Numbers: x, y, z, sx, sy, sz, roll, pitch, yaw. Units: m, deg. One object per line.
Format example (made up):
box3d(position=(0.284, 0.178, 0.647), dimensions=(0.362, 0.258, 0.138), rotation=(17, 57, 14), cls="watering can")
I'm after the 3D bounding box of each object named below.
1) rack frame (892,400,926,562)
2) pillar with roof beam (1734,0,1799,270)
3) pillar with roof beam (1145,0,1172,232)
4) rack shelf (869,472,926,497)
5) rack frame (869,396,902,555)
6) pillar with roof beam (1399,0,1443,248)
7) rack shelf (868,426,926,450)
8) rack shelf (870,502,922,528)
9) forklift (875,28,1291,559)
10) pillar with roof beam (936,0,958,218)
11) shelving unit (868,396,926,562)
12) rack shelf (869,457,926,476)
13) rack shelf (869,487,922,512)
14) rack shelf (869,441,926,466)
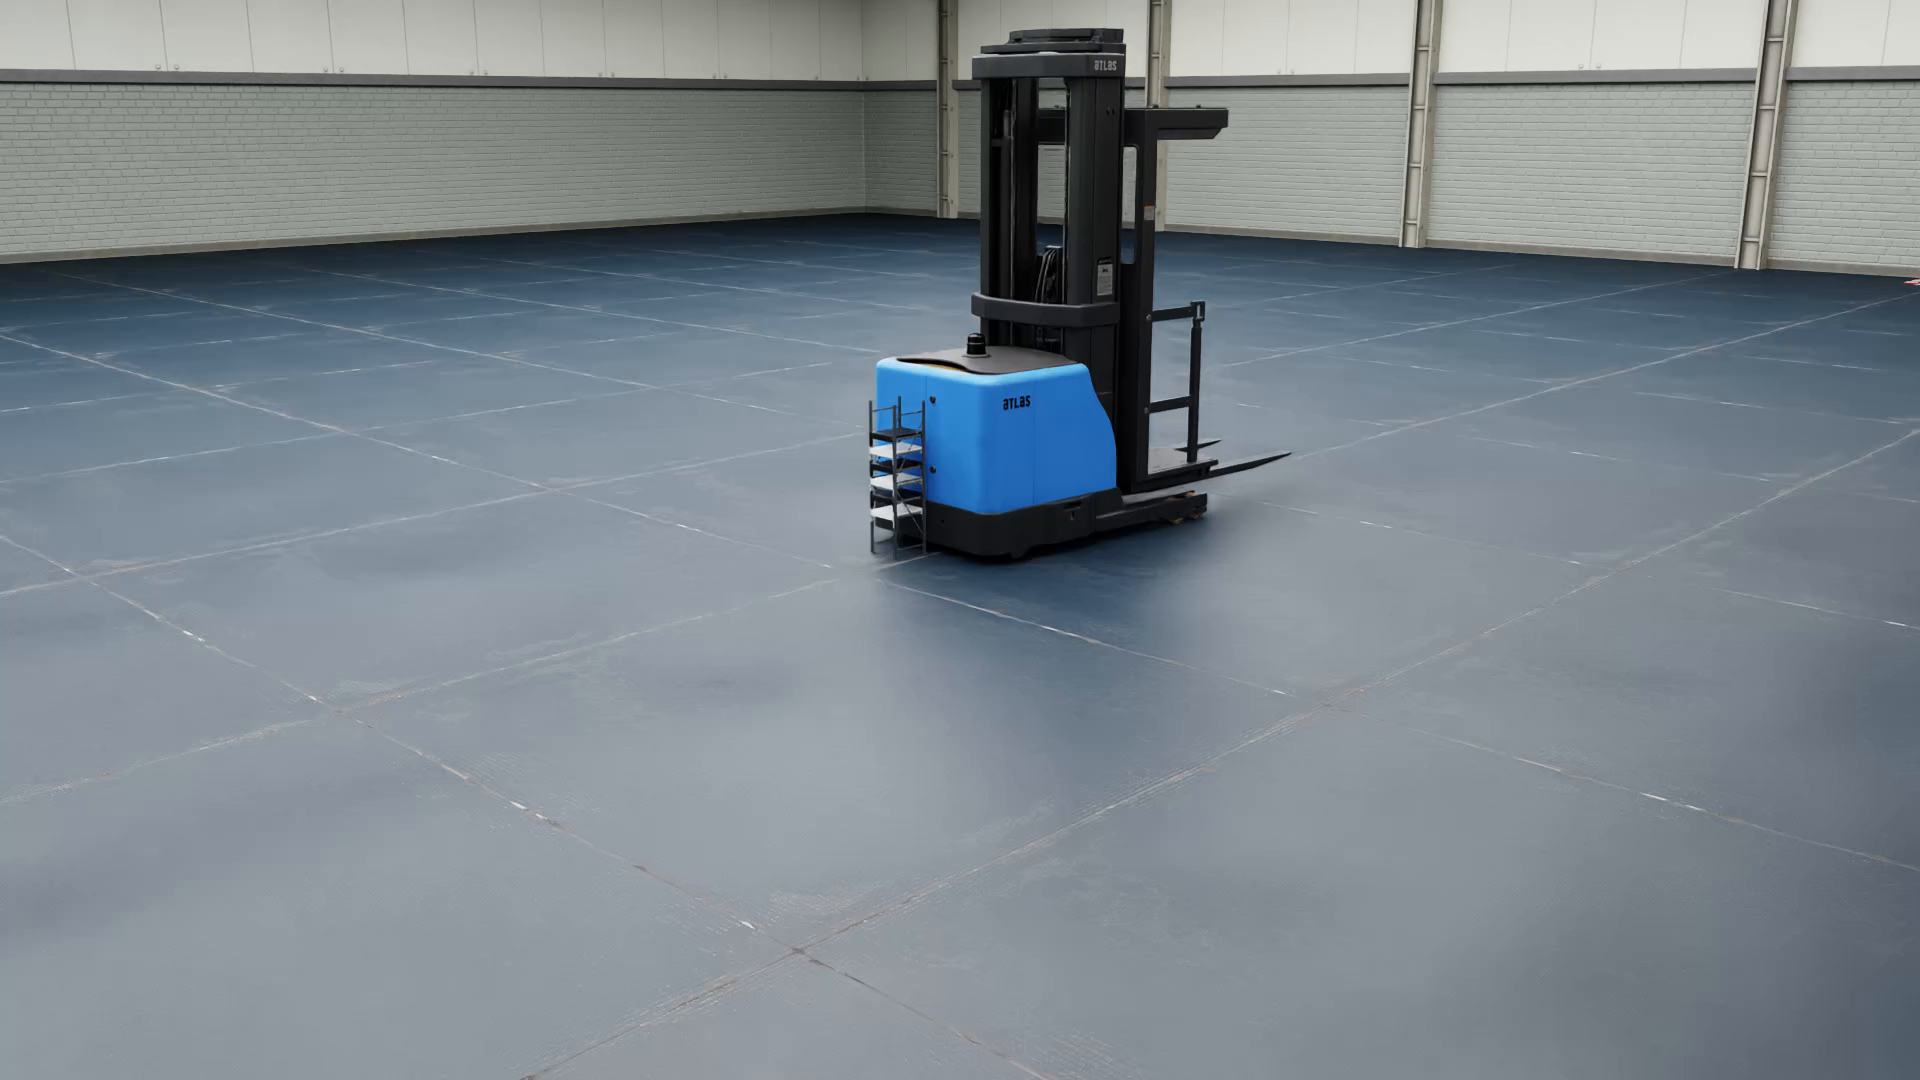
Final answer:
box3d(position=(-0.286, -0.333, 9.425), dimensions=(0.240, 0.900, 0.006), rotation=(-14, 20, -42), cls="rack frame")
box3d(position=(9.683, -7.934, 22.534), dimensions=(0.400, 9.000, 9.100), rotation=(14, 20, 42), cls="pillar with roof beam")
box3d(position=(1.045, -10.034, 30.594), dimensions=(0.400, 9.000, 9.100), rotation=(14, 20, 42), cls="pillar with roof beam")
box3d(position=(-0.356, -0.319, 9.505), dimensions=(0.258, 0.077, 0.200), rotation=(-14, 20, -42), cls="rack shelf")
box3d(position=(-0.427, -0.370, 9.567), dimensions=(0.240, 0.900, 0.006), rotation=(-14, 20, -42), cls="rack frame")
box3d(position=(5.364, -8.984, 26.564), dimensions=(0.400, 9.000, 9.100), rotation=(14, 20, 42), cls="pillar with roof beam")
box3d(position=(-0.356, -0.581, 9.437), dimensions=(0.258, 0.077, 0.200), rotation=(-14, 20, -42), cls="rack shelf")
box3d(position=(-0.356, -0.145, 9.550), dimensions=(0.258, 0.077, 0.200), rotation=(-14, 20, -42), cls="rack shelf")
box3d(position=(0.918, -1.603, 10.270), dimensions=(3.031, 2.935, 1.130), rotation=(-13, 19, -41), cls="forklift")
box3d(position=(-3.275, -11.084, 34.624), dimensions=(0.400, 9.000, 9.100), rotation=(14, 20, 42), cls="pillar with roof beam")
box3d(position=(-0.356, -0.351, 9.496), dimensions=(0.258, 0.900, 0.210), rotation=(-14, 20, -42), cls="shelving unit")
box3d(position=(-0.356, -0.406, 9.482), dimensions=(0.258, 0.077, 0.200), rotation=(-14, 20, -42), cls="rack shelf")
box3d(position=(-0.356, -0.232, 9.527), dimensions=(0.258, 0.077, 0.200), rotation=(-14, 20, -42), cls="rack shelf")
box3d(position=(-0.356, -0.493, 9.459), dimensions=(0.258, 0.077, 0.200), rotation=(-14, 20, -42), cls="rack shelf")
